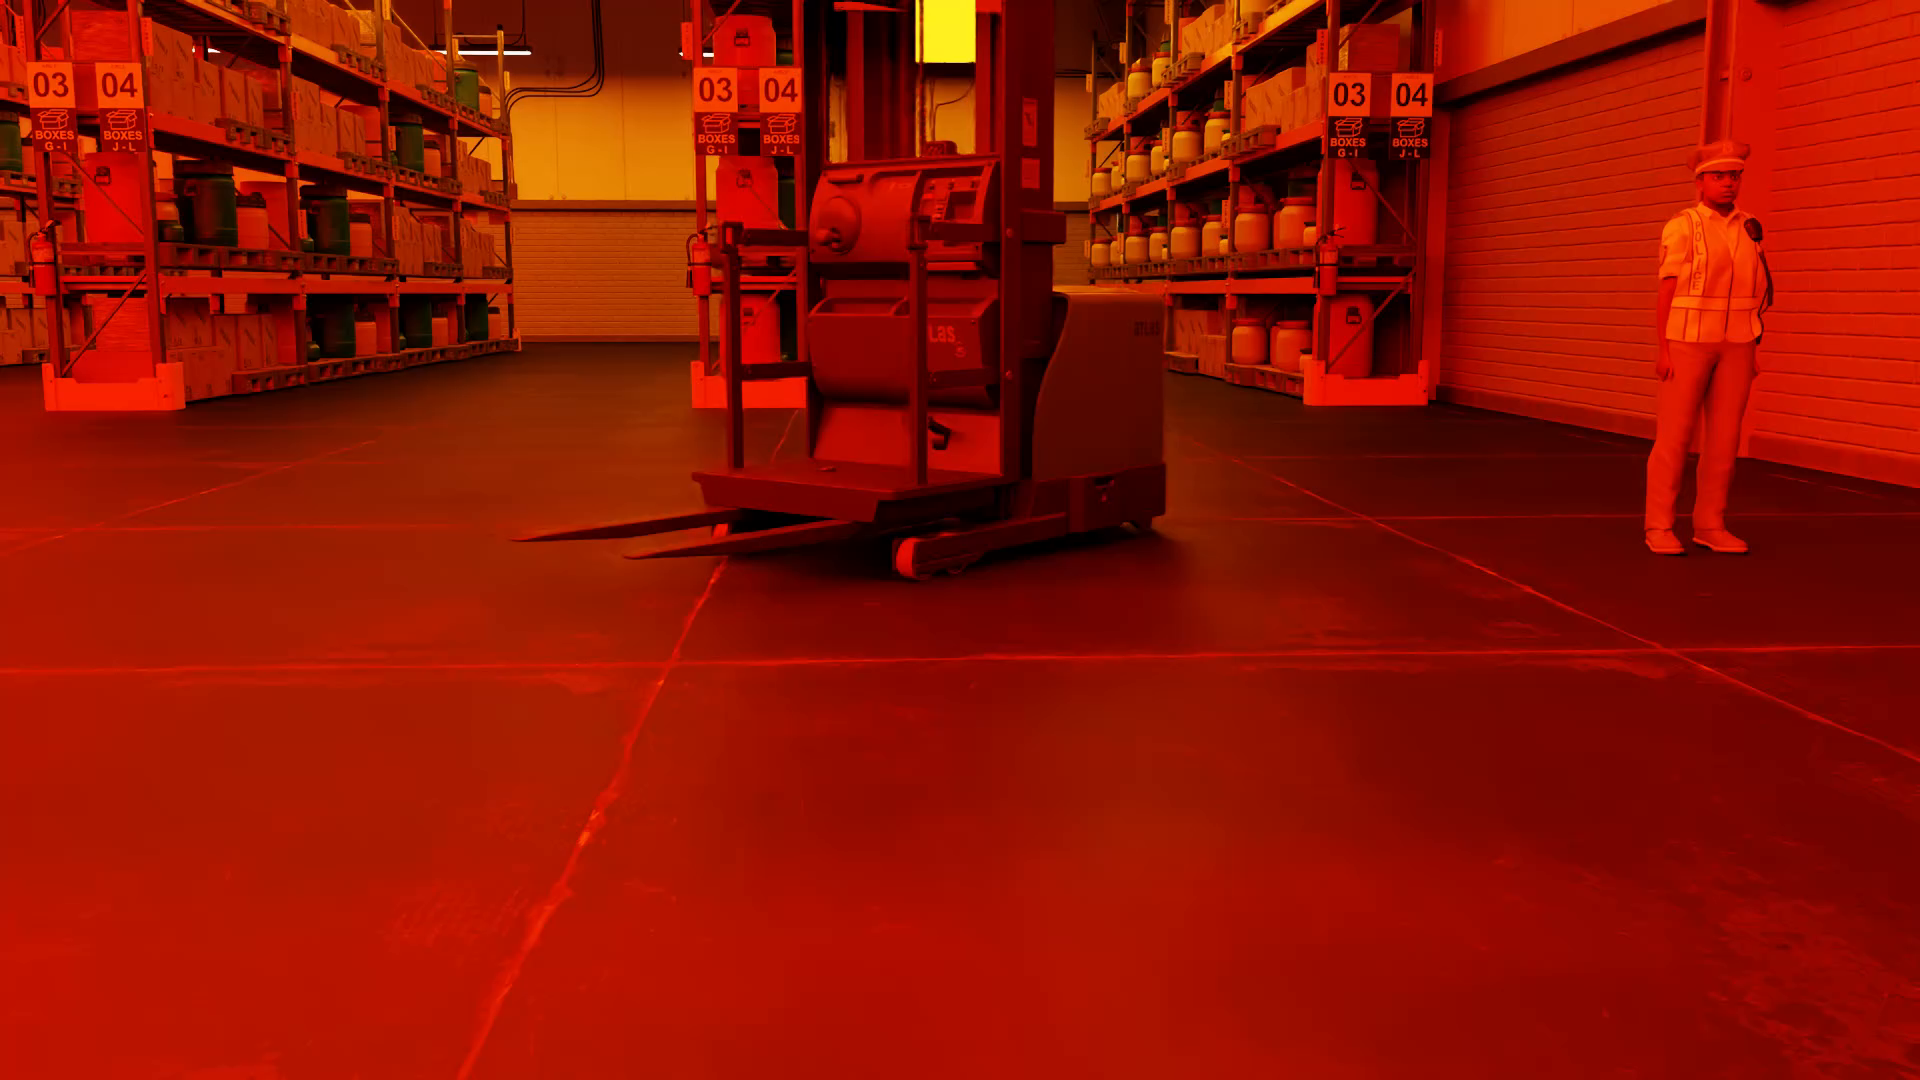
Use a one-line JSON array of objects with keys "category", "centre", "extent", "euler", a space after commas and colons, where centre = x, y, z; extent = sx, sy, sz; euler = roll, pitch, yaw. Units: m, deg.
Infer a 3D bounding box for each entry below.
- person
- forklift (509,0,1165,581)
[{"category": "person", "centre": [3.108, -0.793, 6.910], "extent": [0.446, 1.691, 0.337], "euler": [-1, 8, -5]}, {"category": "forklift", "centre": [-0.375, -1.377, 6.602], "extent": [1.130, 2.935, 3.031], "euler": [7, 11, 38]}]
